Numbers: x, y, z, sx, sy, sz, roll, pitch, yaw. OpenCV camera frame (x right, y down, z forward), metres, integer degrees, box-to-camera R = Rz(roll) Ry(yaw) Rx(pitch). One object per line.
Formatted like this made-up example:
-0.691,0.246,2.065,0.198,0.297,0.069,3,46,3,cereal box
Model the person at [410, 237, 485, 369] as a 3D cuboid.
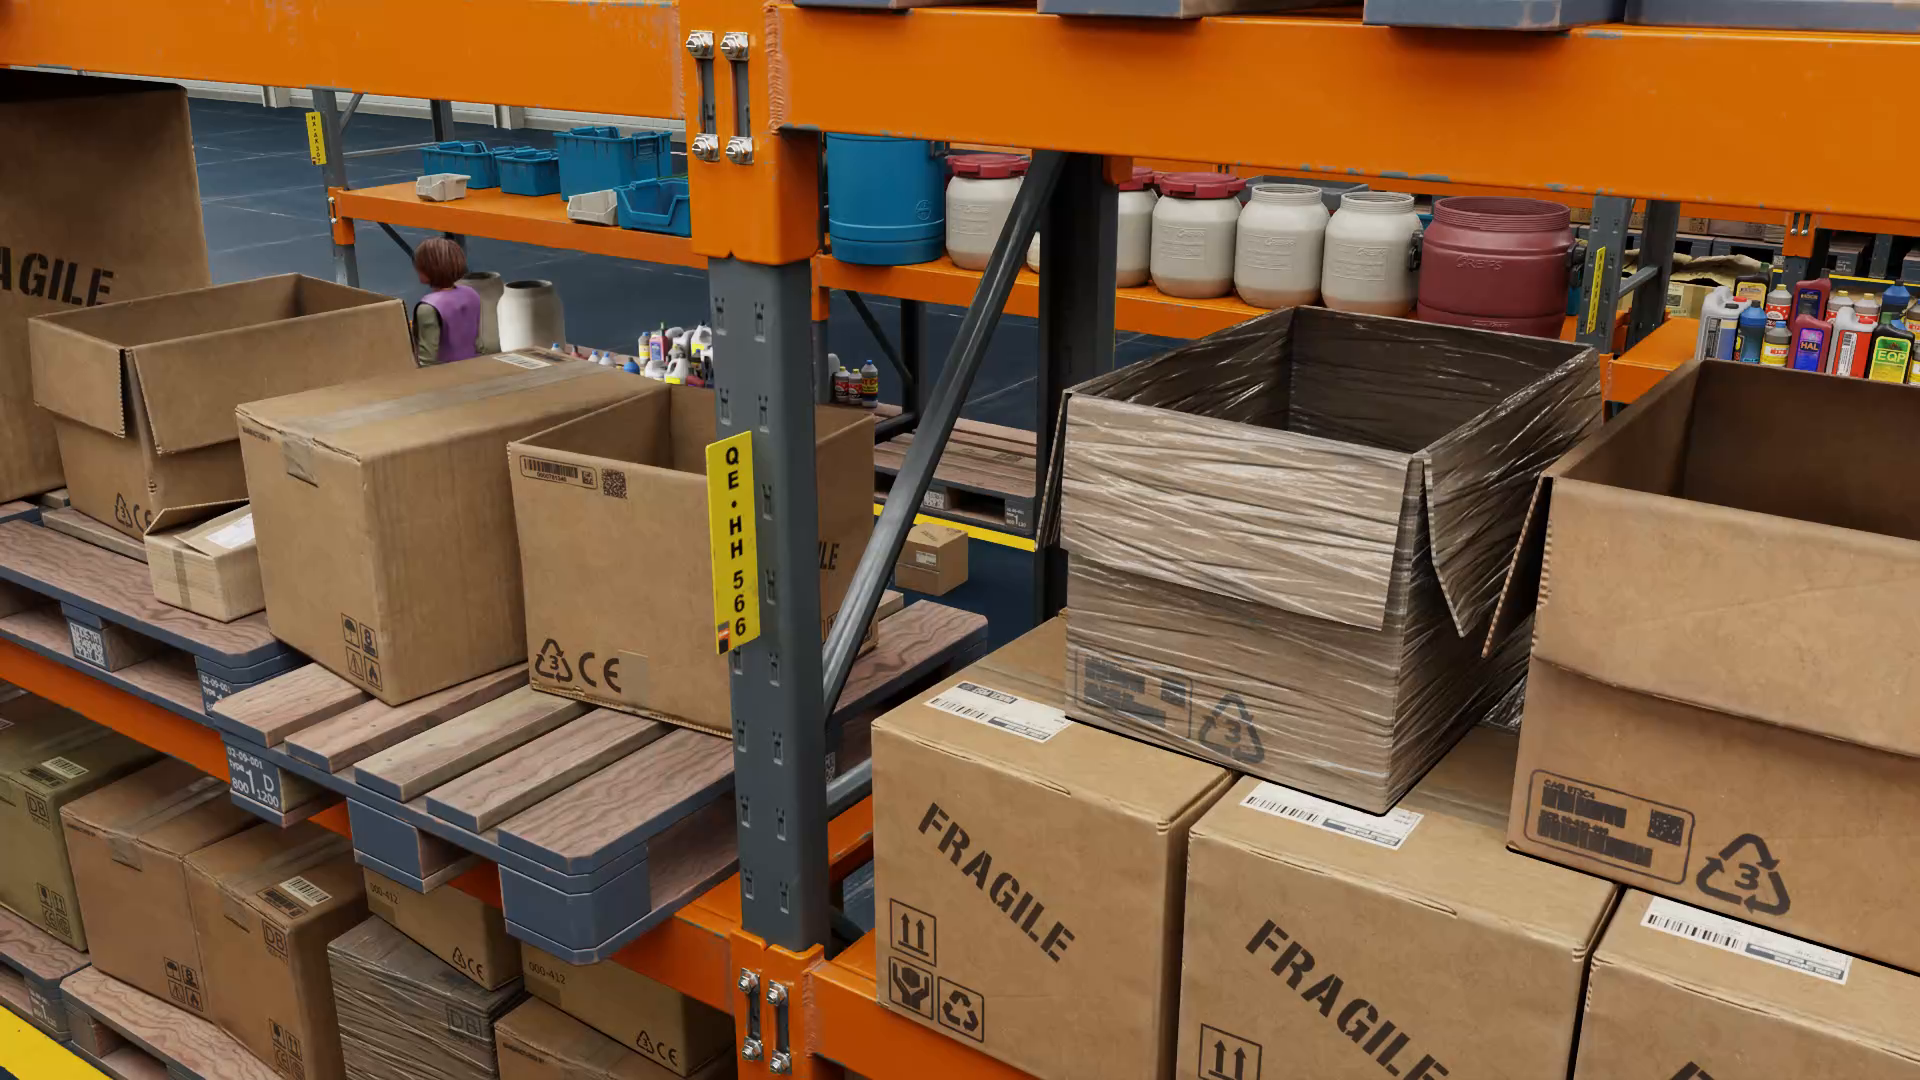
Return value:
-2.352,-0.591,7.644,0.431,1.582,0.446,7,21,17,person
